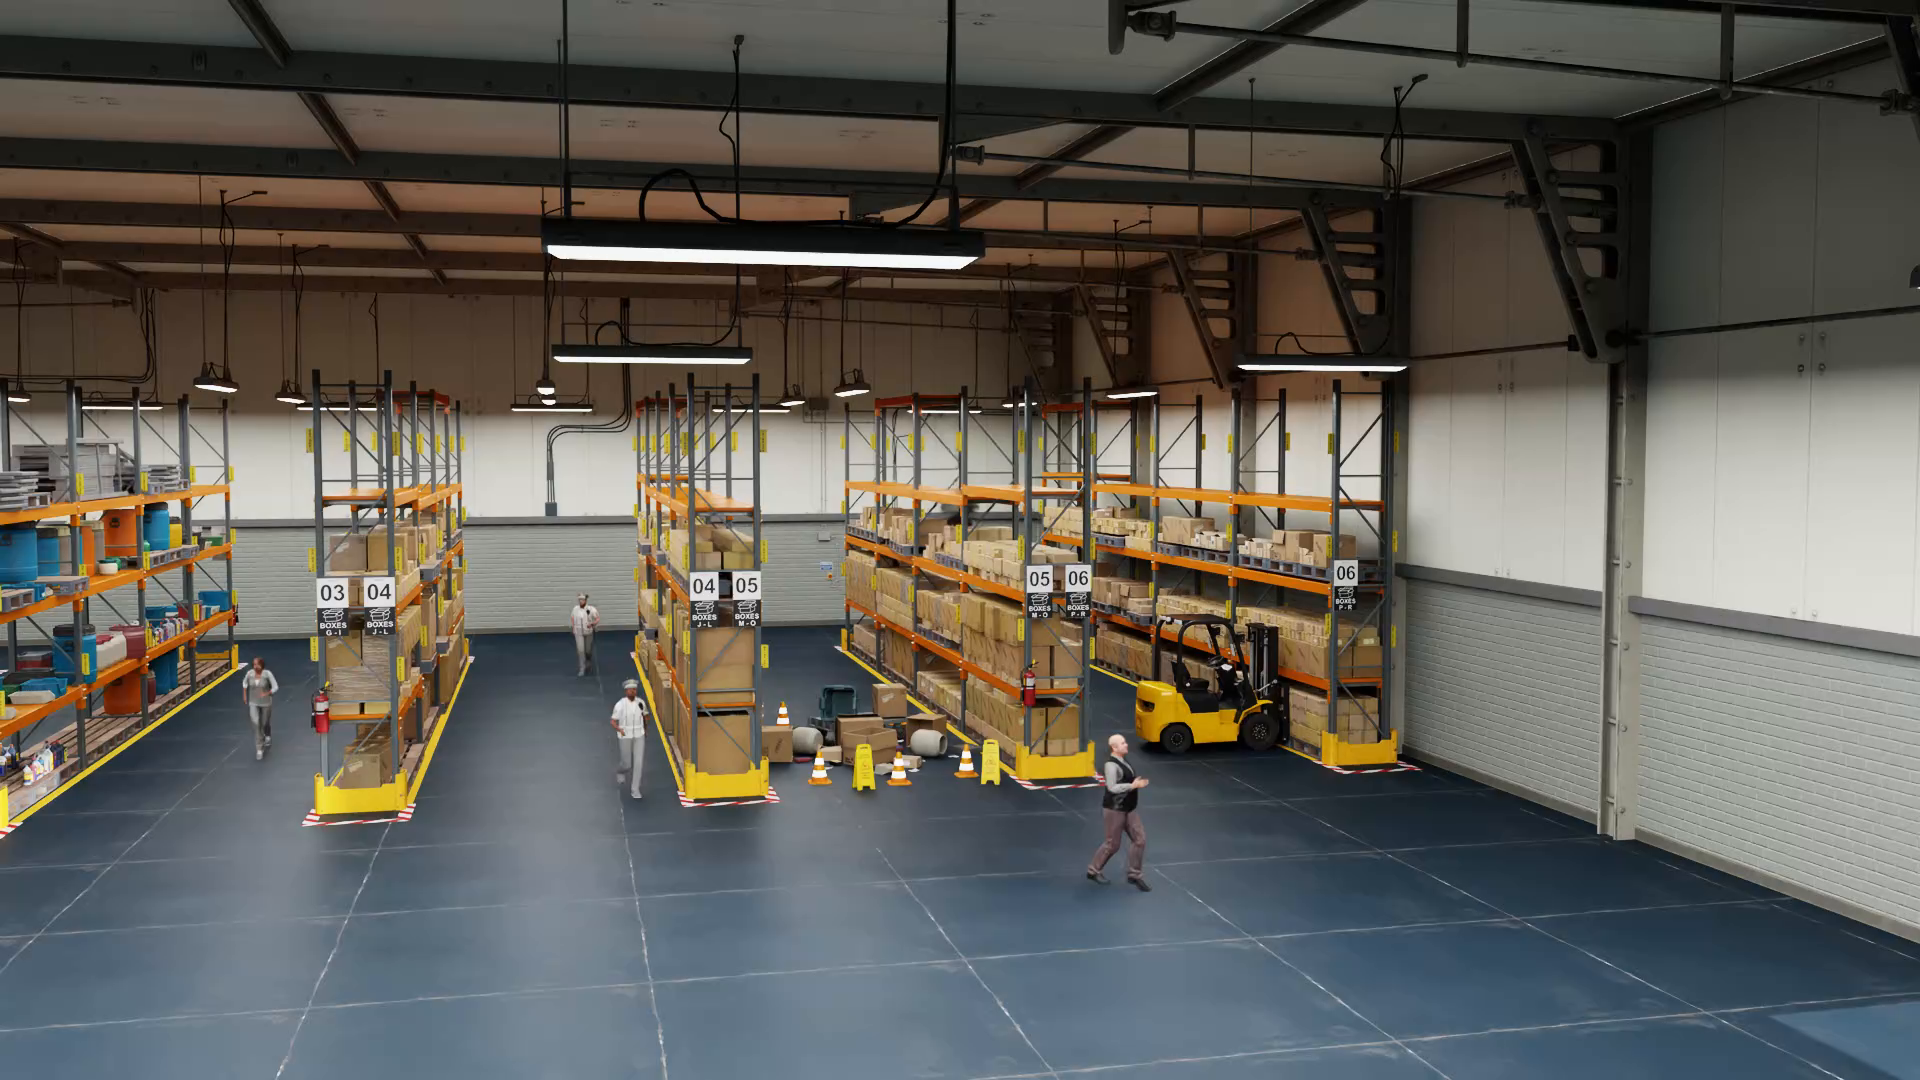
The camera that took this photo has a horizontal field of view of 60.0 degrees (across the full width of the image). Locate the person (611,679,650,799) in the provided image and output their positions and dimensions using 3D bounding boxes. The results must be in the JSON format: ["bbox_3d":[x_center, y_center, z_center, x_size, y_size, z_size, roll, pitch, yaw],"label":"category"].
[{"bbox_3d":[-4.667,2.803,23.658,0.577,1.658,0.758,-2,4,-25],"label":"person"}]

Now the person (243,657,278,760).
[{"bbox_3d":[-11.241,2.663,26.731,0.557,1.596,0.917,-1,3,-12],"label":"person"}]

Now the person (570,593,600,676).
[{"bbox_3d":[-8.176,2.038,36.242,0.654,1.789,0.829,0,3,-4],"label":"person"}]

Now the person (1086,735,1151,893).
[{"bbox_3d":[1.781,3.058,18.613,0.740,1.770,0.641,2,4,28],"label":"person"}]
